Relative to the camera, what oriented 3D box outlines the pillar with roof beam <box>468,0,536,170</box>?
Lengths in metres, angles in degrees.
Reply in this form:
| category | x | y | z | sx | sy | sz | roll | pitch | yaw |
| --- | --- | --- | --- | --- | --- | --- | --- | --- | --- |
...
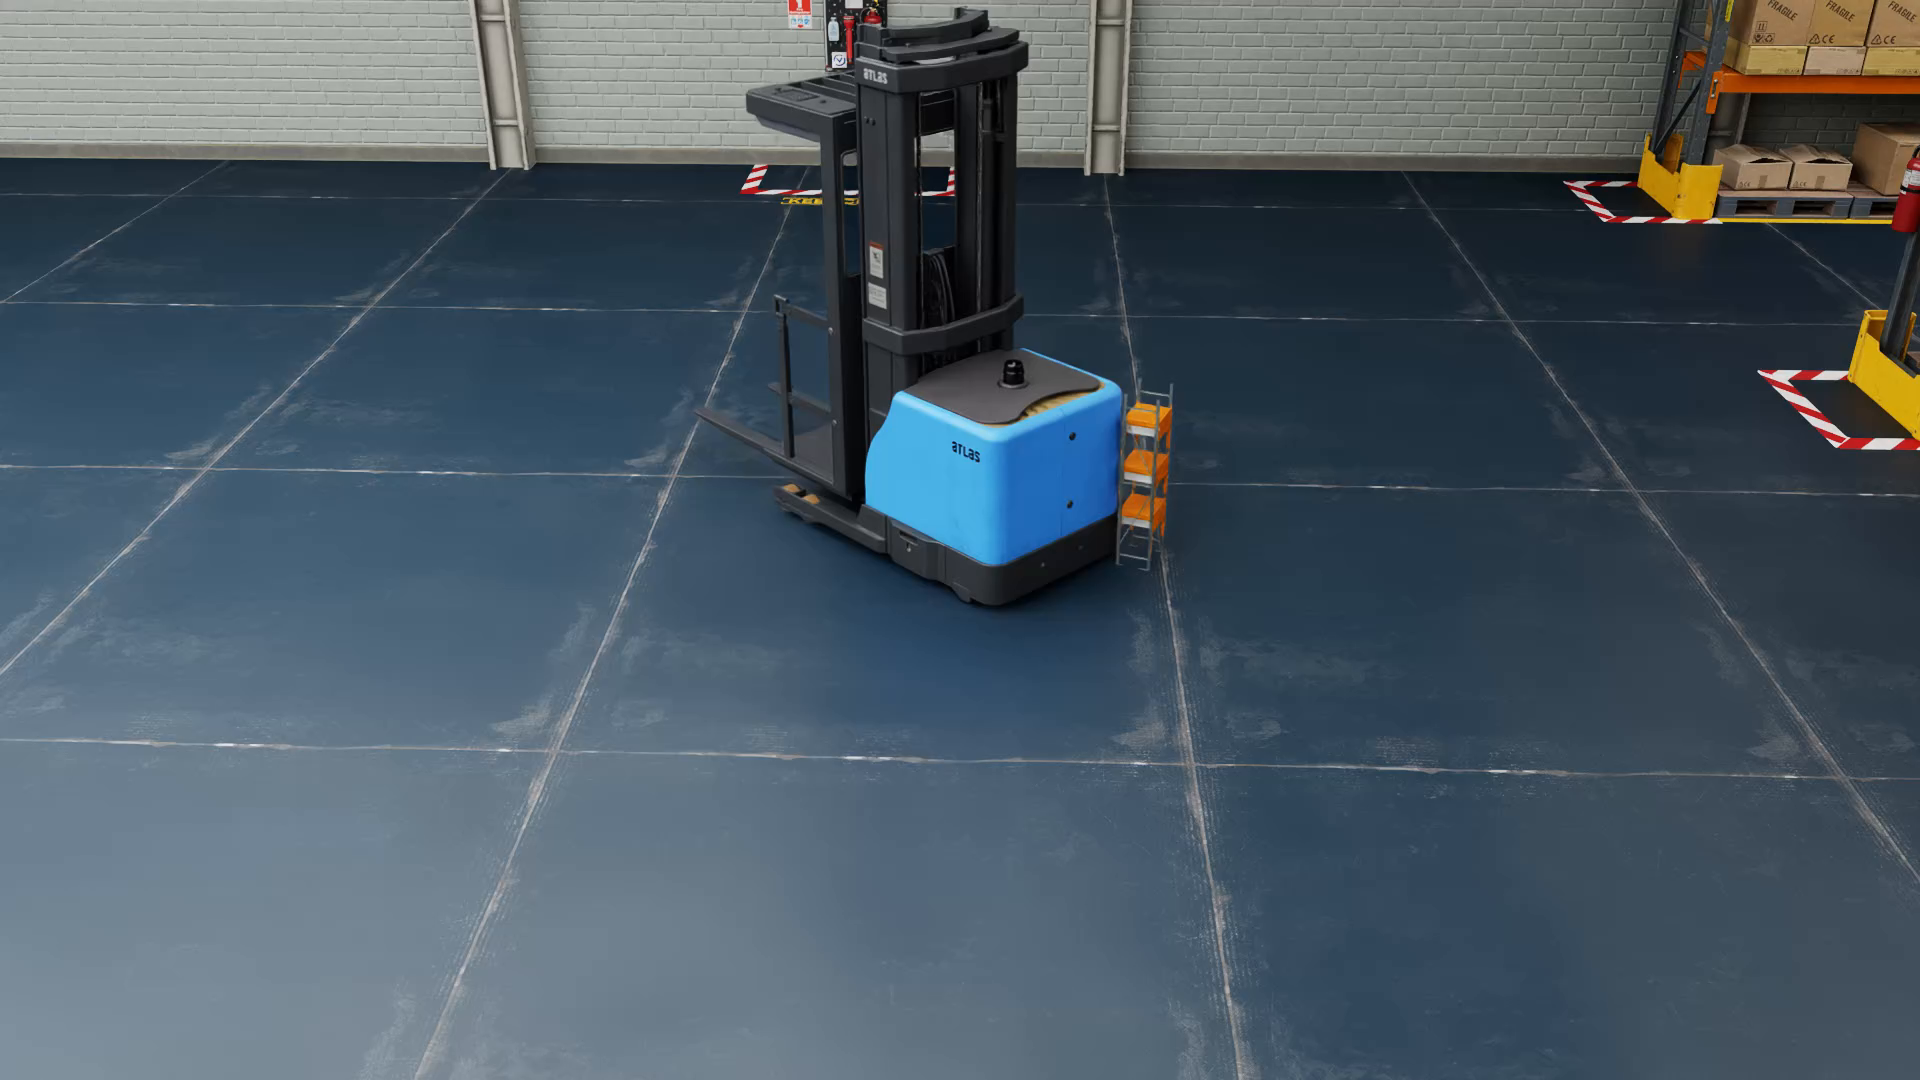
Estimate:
| category | x | y | z | sx | sy | sz | roll | pitch | yaw |
| --- | --- | --- | --- | --- | --- | --- | --- | --- | --- |
| pillar with roof beam | -4.698 | -5.778 | 11.042 | 0.400 | 9.000 | 9.100 | 1 | 28 | 2 |

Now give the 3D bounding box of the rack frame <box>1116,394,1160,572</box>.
| category | x | y | z | sx | sy | sz | roll | pitch | yaw |
| --- | --- | --- | --- | --- | --- | --- | --- | --- | --- |
| rack frame | 0.982 | -0.305 | 9.204 | 0.200 | 1.050 | 0.008 | 11 | 30 | 20 |

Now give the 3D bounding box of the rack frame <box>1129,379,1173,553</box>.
| category | x | y | z | sx | sy | sz | roll | pitch | yaw |
| --- | --- | --- | --- | --- | --- | --- | --- | --- | --- |
| rack frame | 1.078 | -0.410 | 9.402 | 0.200 | 1.050 | 0.008 | 11 | 30 | 20 |

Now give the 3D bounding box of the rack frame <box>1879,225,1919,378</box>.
| category | x | y | z | sx | sy | sz | roll | pitch | yaw |
| --- | --- | --- | --- | --- | --- | --- | --- | --- | --- |
| rack frame | 6.545 | -2.232 | 10.758 | 0.127 | 3.000 | 1.000 | 1 | 28 | 2 |

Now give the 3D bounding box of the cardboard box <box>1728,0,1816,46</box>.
| category | x | y | z | sx | sy | sz | roll | pitch | yaw |
| --- | --- | --- | --- | --- | --- | --- | --- | --- | --- |
| cardboard box | 7.182 | -4.676 | 14.706 | 0.500 | 0.500 | 0.500 | 1 | 28 | 2 |

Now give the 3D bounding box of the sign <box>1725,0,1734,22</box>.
| category | x | y | z | sx | sy | sz | roll | pitch | yaw |
| --- | --- | --- | --- | --- | --- | --- | --- | --- | --- |
| sign | 6.697 | -4.679 | 14.450 | 0.005 | 0.325 | 0.100 | 1 | 28 | 2 |

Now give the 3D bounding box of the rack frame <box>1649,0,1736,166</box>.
| category | x | y | z | sx | sy | sz | roll | pitch | yaw |
| --- | --- | --- | --- | --- | --- | --- | --- | --- | --- |
| rack frame | 6.716 | -4.551 | 15.132 | 0.127 | 3.000 | 1.000 | 1 | 28 | 2 |

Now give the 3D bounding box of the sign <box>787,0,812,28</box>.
| category | x | y | z | sx | sy | sz | roll | pitch | yaw |
| --- | --- | --- | --- | --- | --- | --- | --- | --- | --- |
| sign | -1.567 | -5.175 | 16.272 | 0.234 | 0.329 | 0.001 | 1 | 28 | 2 |

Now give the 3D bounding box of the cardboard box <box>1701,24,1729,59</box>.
| category | x | y | z | sx | sy | sz | roll | pitch | yaw |
| --- | --- | --- | --- | --- | --- | --- | --- | --- | --- |
| cardboard box | 7.190 | -4.576 | 15.319 | 0.500 | 0.250 | 0.500 | 1 | 28 | 3 |

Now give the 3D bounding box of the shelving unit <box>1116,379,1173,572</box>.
| category | x | y | z | sx | sy | sz | roll | pitch | yaw |
| --- | --- | --- | --- | --- | --- | --- | --- | --- | --- |
| shelving unit | 1.030 | -0.357 | 9.303 | 0.215 | 1.050 | 0.252 | 11 | 30 | 20 |

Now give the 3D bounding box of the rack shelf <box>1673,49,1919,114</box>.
| category | x | y | z | sx | sy | sz | roll | pitch | yaw |
| --- | --- | --- | --- | --- | --- | --- | --- | --- | --- |
| rack shelf | 8.715 | -4.200 | 15.238 | 4.000 | 0.370 | 1.077 | 1 | 28 | 2 |

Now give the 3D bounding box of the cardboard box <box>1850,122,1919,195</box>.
| category | x | y | z | sx | sy | sz | roll | pitch | yaw |
| --- | --- | --- | --- | --- | --- | --- | --- | --- | --- |
| cardboard box | 8.705 | -3.542 | 15.429 | 0.500 | 0.500 | 0.700 | -1 | 28 | -1 |

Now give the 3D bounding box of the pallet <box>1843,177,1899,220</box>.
| category | x | y | z | sx | sy | sz | roll | pitch | yaw |
| --- | --- | --- | --- | --- | --- | --- | --- | --- | --- |
| pallet | 8.819 | -3.266 | 15.686 | 1.213 | 0.211 | 1.003 | 1 | 28 | 2 |

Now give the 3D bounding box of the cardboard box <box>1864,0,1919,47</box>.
| category | x | y | z | sx | sy | sz | roll | pitch | yaw |
| --- | --- | --- | --- | --- | --- | --- | --- | --- | --- |
| cardboard box | 8.192 | -4.652 | 14.661 | 0.500 | 0.500 | 0.500 | 0 | 28 | 0 |

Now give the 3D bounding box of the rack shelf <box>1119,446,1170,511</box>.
| category | x | y | z | sx | sy | sz | roll | pitch | yaw |
| --- | --- | --- | --- | --- | --- | --- | --- | --- | --- |
| rack shelf | 1.030 | -0.348 | 9.308 | 0.215 | 0.259 | 0.240 | 11 | 30 | 20 |

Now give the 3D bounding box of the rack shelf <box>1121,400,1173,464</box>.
| category | x | y | z | sx | sy | sz | roll | pitch | yaw |
| --- | --- | --- | --- | --- | --- | --- | --- | --- | --- |
| rack shelf | 1.030 | -0.598 | 9.175 | 0.215 | 0.259 | 0.240 | 11 | 30 | 20 |

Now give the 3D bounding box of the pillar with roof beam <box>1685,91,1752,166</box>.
| category | x | y | z | sx | sy | sz | roll | pitch | yaw |
| --- | --- | --- | --- | --- | --- | --- | --- | --- | --- |
| pillar with roof beam | 7.294 | -5.580 | 10.668 | 0.400 | 9.000 | 9.100 | 1 | 28 | 2 |

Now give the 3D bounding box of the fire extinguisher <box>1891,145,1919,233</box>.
| category | x | y | z | sx | sy | sz | roll | pitch | yaw |
| --- | --- | --- | --- | --- | --- | --- | --- | --- | --- |
| fire extinguisher | 6.443 | -2.417 | 11.190 | 0.183 | 0.674 | 0.296 | 1 | 28 | 2 |

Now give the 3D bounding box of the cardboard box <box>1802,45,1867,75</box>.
| category | x | y | z | sx | sy | sz | roll | pitch | yaw |
| --- | --- | --- | --- | --- | --- | --- | --- | --- | --- |
| cardboard box | 7.712 | -4.335 | 14.863 | 0.500 | 0.250 | 0.500 | 0 | 28 | 0 |

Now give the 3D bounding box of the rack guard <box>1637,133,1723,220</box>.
| category | x | y | z | sx | sy | sz | roll | pitch | yaw |
| --- | --- | --- | --- | --- | --- | --- | --- | --- | --- |
| rack guard | 6.792 | -3.445 | 15.715 | 0.348 | 0.500 | 1.175 | 1 | 28 | 2 |

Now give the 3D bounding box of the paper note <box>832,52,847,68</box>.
| category | x | y | z | sx | sy | sz | roll | pitch | yaw |
| --- | --- | --- | --- | --- | --- | --- | --- | --- | --- |
| paper note | -1.193 | -4.748 | 16.445 | 0.142 | 0.148 | 0.016 | 1 | 28 | 2 |

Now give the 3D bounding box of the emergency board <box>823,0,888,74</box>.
| category | x | y | z | sx | sy | sz | roll | pitch | yaw |
| --- | --- | --- | --- | --- | --- | --- | --- | --- | --- |
| emergency board | -1.018 | -5.102 | 16.172 | 0.643 | 1.169 | 0.194 | 1 | 28 | 2 |

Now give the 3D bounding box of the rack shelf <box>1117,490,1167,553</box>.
| category | x | y | z | sx | sy | sz | roll | pitch | yaw |
| --- | --- | --- | --- | --- | --- | --- | --- | --- | --- |
| rack shelf | 1.030 | -0.102 | 9.438 | 0.215 | 0.259 | 0.240 | 11 | 30 | 20 |

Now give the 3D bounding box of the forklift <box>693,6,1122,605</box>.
| category | x | y | z | sx | sy | sz | roll | pitch | yaw |
| --- | --- | --- | --- | --- | --- | --- | --- | --- | --- |
| forklift | -0.474 | -1.544 | 9.533 | 1.130 | 2.935 | 3.031 | -24 | 36 | -37 |

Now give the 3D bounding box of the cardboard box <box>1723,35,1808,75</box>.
| category | x | y | z | sx | sy | sz | roll | pitch | yaw |
| --- | --- | --- | --- | --- | --- | --- | --- | --- | --- |
| cardboard box | 7.192 | -4.337 | 14.867 | 0.500 | 0.250 | 0.500 | 0 | 28 | 0 |

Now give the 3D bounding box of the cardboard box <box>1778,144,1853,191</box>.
| category | x | y | z | sx | sy | sz | roll | pitch | yaw |
| --- | --- | --- | --- | --- | --- | --- | --- | --- | --- |
| cardboard box | 7.974 | -3.494 | 15.540 | 0.500 | 0.311 | 0.500 | 3 | 28 | 6 |

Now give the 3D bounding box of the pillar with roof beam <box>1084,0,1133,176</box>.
| category | x | y | z | sx | sy | sz | roll | pitch | yaw |
| --- | --- | --- | --- | --- | --- | --- | --- | --- | --- |
| pillar with roof beam | 1.298 | -5.679 | 10.855 | 0.400 | 9.000 | 9.100 | 1 | 28 | 2 |

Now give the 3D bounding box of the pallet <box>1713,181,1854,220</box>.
| category | x | y | z | sx | sy | sz | roll | pitch | yaw |
| --- | --- | --- | --- | --- | --- | --- | --- | --- | --- |
| pallet | 7.603 | -3.287 | 15.726 | 1.213 | 0.211 | 1.003 | 1 | 28 | 2 |

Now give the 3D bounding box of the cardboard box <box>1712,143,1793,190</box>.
| category | x | y | z | sx | sy | sz | roll | pitch | yaw |
| --- | --- | --- | --- | --- | --- | --- | --- | --- | --- |
| cardboard box | 7.404 | -3.504 | 15.558 | 0.500 | 0.311 | 0.500 | -2 | 28 | -4 |

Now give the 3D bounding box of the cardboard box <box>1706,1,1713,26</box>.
| category | x | y | z | sx | sy | sz | roll | pitch | yaw |
| --- | --- | --- | --- | --- | --- | --- | --- | --- | --- |
| cardboard box | 7.195 | -4.916 | 15.160 | 0.500 | 0.500 | 0.500 | 1 | 28 | 1 |

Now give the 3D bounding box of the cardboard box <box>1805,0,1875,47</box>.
| category | x | y | z | sx | sy | sz | roll | pitch | yaw |
| --- | --- | --- | --- | --- | --- | --- | --- | --- | --- |
| cardboard box | 7.676 | -4.663 | 14.682 | 0.500 | 0.500 | 0.500 | 1 | 28 | 2 |

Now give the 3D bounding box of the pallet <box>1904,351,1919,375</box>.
| category | x | y | z | sx | sy | sz | roll | pitch | yaw |
| --- | --- | --- | --- | --- | --- | --- | --- | --- | --- |
| pallet | 7.311 | -1.007 | 11.424 | 1.213 | 0.211 | 1.003 | 1 | 28 | 2 |

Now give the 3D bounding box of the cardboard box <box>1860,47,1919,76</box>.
| category | x | y | z | sx | sy | sz | roll | pitch | yaw |
| --- | --- | --- | --- | --- | --- | --- | --- | --- | --- |
| cardboard box | 8.221 | -4.323 | 14.842 | 0.500 | 0.250 | 0.500 | 1 | 28 | 1 |

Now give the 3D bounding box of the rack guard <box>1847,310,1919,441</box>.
| category | x | y | z | sx | sy | sz | roll | pitch | yaw |
| --- | --- | --- | --- | --- | --- | --- | --- | --- | --- |
| rack guard | 6.521 | -1.128 | 11.344 | 0.348 | 0.500 | 1.175 | 1 | 28 | 2 |
